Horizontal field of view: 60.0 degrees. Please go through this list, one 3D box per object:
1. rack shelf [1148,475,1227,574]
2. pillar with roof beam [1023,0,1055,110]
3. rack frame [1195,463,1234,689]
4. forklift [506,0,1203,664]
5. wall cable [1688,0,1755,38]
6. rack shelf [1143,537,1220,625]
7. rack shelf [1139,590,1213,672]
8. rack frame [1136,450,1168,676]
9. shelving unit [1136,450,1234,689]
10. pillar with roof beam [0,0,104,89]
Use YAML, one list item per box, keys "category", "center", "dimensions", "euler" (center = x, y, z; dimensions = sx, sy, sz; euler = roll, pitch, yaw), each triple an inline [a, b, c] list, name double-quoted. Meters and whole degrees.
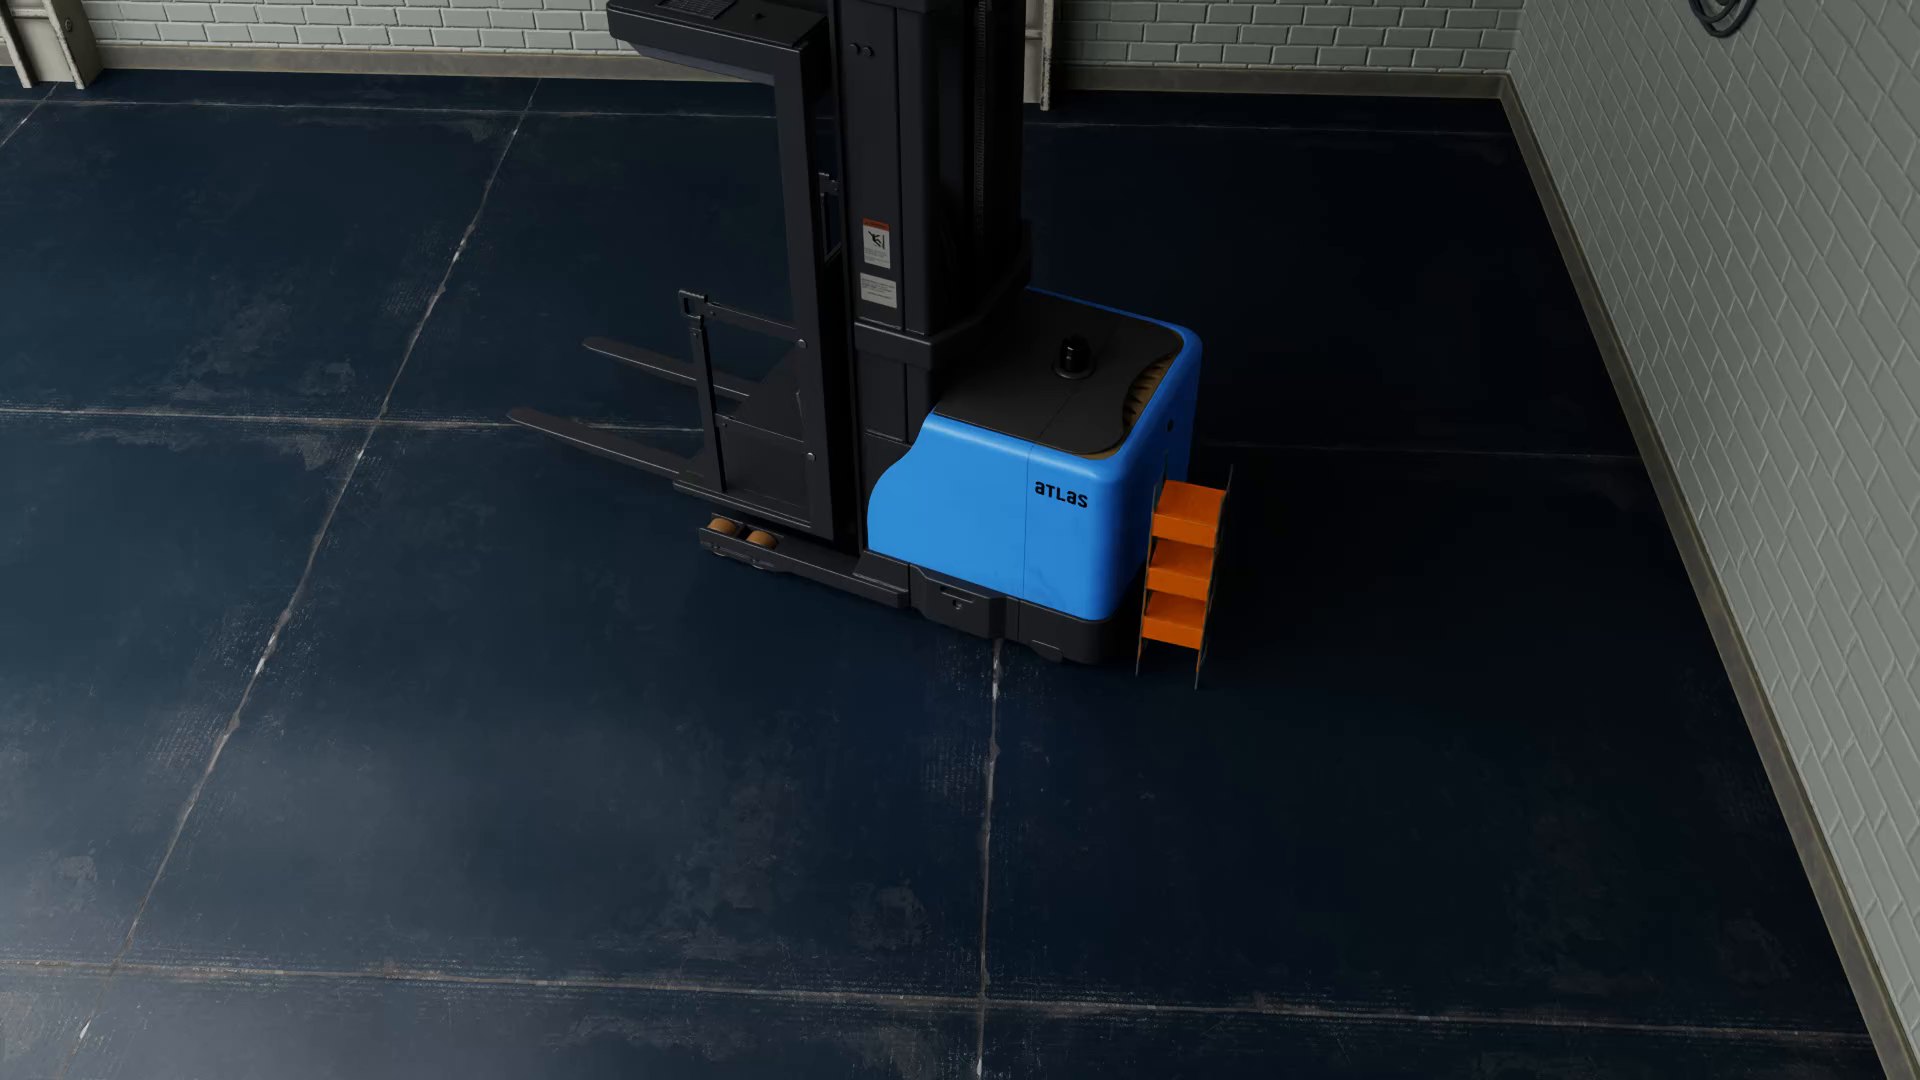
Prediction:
- category: "rack shelf"
  center: [0.854, -0.060, 6.224]
  dimensions: [0.240, 0.259, 0.215]
  euler: [12, 46, 13]
- category: "pillar with roof beam"
  center: [0.164, -3.096, 4.057]
  dimensions: [0.400, 9.000, 9.100]
  euler: [2, 43, 2]
- category: "rack frame"
  center: [0.973, 0.160, 6.388]
  dimensions: [0.008, 1.050, 0.200]
  euler: [12, 46, 13]
- category: "forklift"
  center: [-0.571, -1.254, 6.531]
  dimensions: [3.031, 2.935, 1.130]
  euler: [18, 46, 18]
- category: "wall cable"
  center: [3.241, -3.900, 7.198]
  dimensions: [0.112, 2.526, 3.097]
  euler: [2, 43, 2]
- category: "rack shelf"
  center: [0.857, 0.142, 6.423]
  dimensions: [0.240, 0.259, 0.215]
  euler: [12, 46, 13]
- category: "rack shelf"
  center: [0.860, 0.340, 6.618]
  dimensions: [0.240, 0.259, 0.215]
  euler: [12, 46, 13]
- category: "rack frame"
  center: [0.741, 0.109, 6.443]
  dimensions: [0.008, 1.050, 0.200]
  euler: [12, 46, 13]
- category: "shelving unit"
  center: [0.857, 0.135, 6.416]
  dimensions: [0.252, 1.050, 0.215]
  euler: [12, 46, 13]
- category: "pillar with roof beam"
  center: [-5.830, -3.280, 4.254]
  dimensions: [0.400, 9.000, 9.100]
  euler: [2, 43, 2]
